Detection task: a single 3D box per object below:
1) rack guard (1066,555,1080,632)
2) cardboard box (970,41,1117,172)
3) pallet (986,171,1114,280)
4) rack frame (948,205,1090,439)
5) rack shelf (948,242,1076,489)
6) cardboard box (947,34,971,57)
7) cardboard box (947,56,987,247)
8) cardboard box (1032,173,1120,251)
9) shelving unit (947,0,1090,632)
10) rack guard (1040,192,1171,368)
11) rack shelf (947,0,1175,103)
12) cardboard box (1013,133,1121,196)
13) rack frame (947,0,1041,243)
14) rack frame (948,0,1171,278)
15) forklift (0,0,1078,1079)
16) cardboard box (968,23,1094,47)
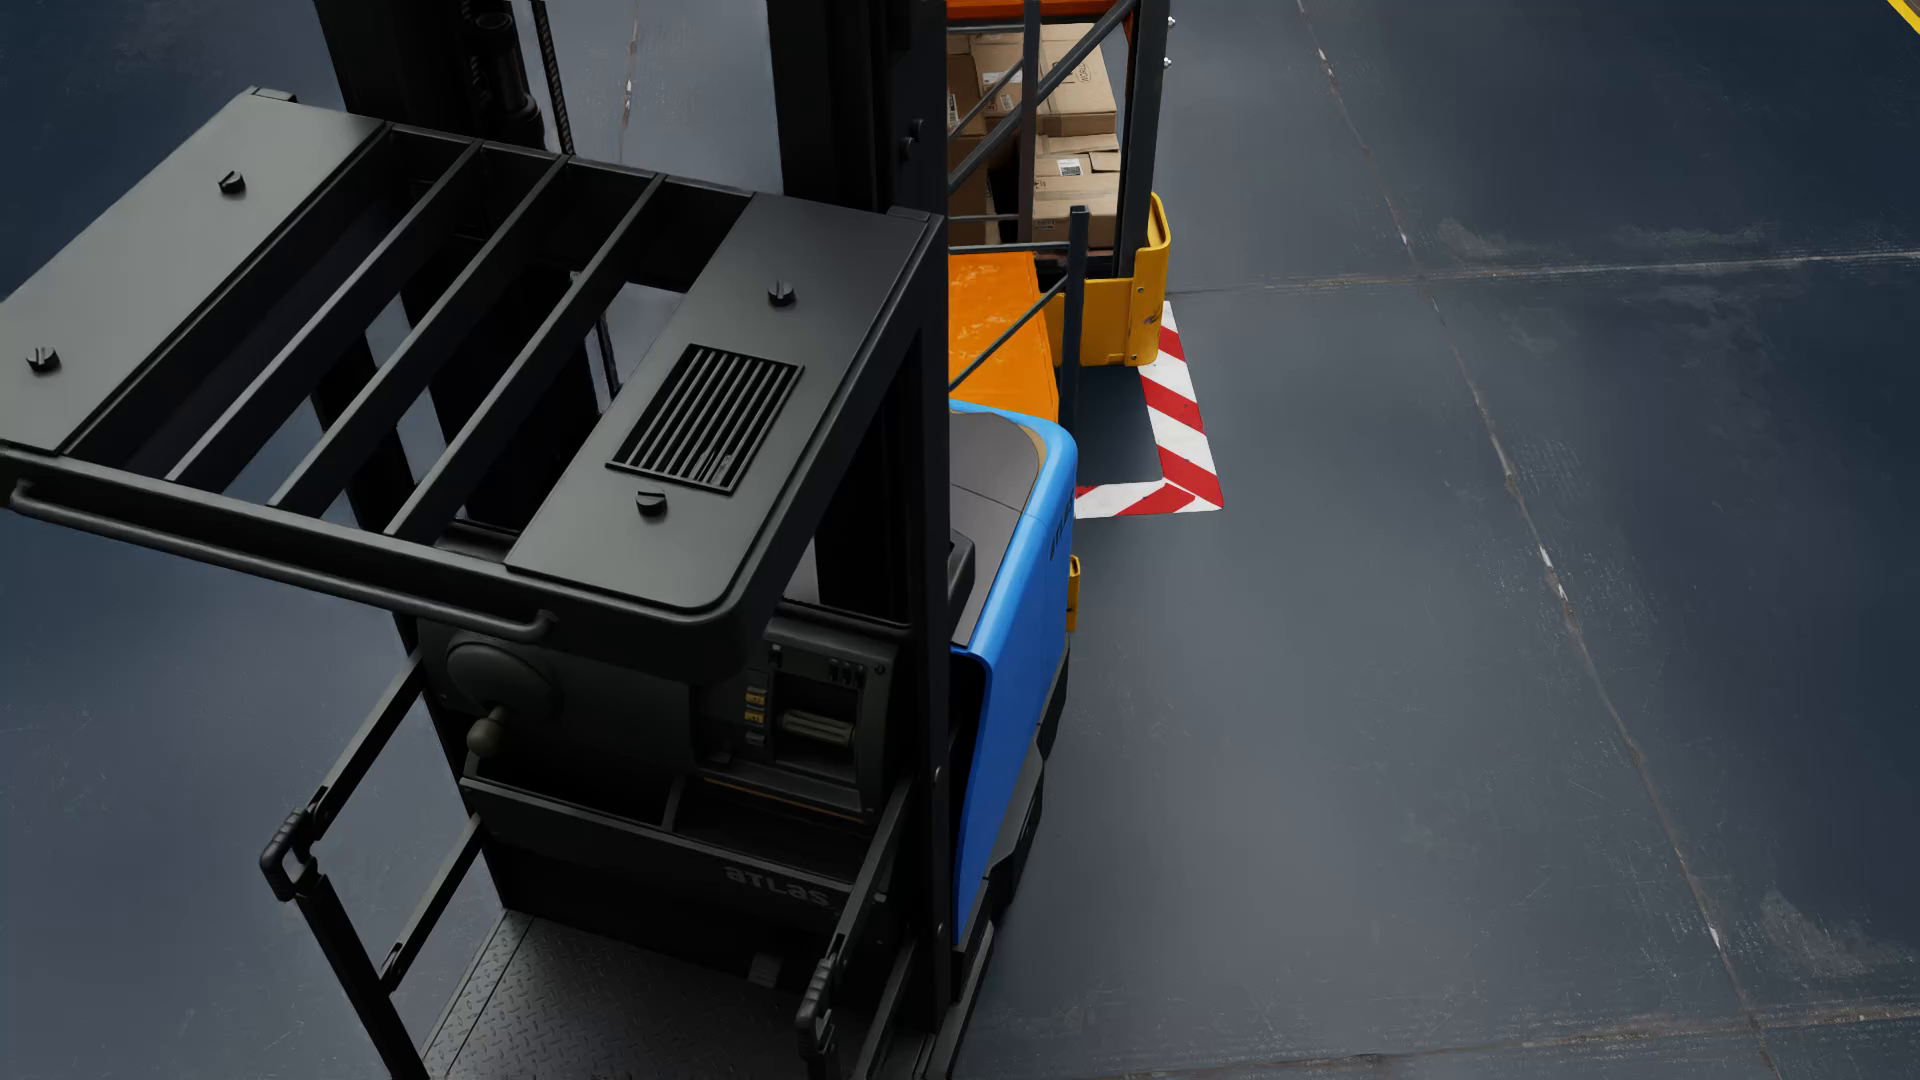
[{"bbox_3d":[0.055,0.176,4.911,0.587,0.250,0.087,-3,47,-3],"label":"rack guard"},{"bbox_3d":[0.308,-1.658,6.345,0.500,0.250,0.500,-3,47,-3],"label":"cardboard box"},{"bbox_3d":[0.039,-1.353,6.386,1.003,0.211,1.213,-3,47,-3],"label":"pallet"},{"bbox_3d":[0.055,-0.253,4.457,0.500,1.500,0.032,-3,47,-3],"label":"rack frame"},{"bbox_3d":[0.015,-0.497,4.936,0.538,0.185,1.000,-3,47,-3],"label":"rack shelf"},{"bbox_3d":[-0.228,-1.954,6.625,0.500,0.250,0.500,-3,47,-3],"label":"cardboard box"},{"bbox_3d":[-0.178,-1.350,5.882,0.500,0.500,0.500,-3,47,-3],"label":"cardboard box"},{"bbox_3d":[0.420,-1.175,5.957,0.380,0.149,0.250,-3,47,-3],"label":"cardboard box"},{"bbox_3d":[0.016,-0.614,4.799,0.587,1.500,1.083,-3,47,-3],"label":"shelving unit"},{"bbox_3d":[0.106,-0.876,5.735,1.175,0.500,0.348,-3,47,-3],"label":"rack guard"},{"bbox_3d":[-0.055,-2.880,6.407,1.077,0.370,4.000,-3,47,-3],"label":"rack shelf"},{"bbox_3d":[0.399,-1.362,6.122,0.380,0.166,0.250,-3,47,-3],"label":"cardboard box"},{"bbox_3d":[-0.025,-0.989,5.154,0.500,1.500,0.032,-3,47,-3],"label":"rack frame"},{"bbox_3d":[0.113,-1.680,4.775,1.000,3.000,0.127,-3,47,-3],"label":"rack frame"},{"bbox_3d":[-0.628,0.363,2.887,1.130,2.935,3.031,13,48,12],"label":"forklift"},{"bbox_3d":[0.266,-2.020,6.688,0.500,0.250,0.500,-3,47,-3],"label":"cardboard box"}]
